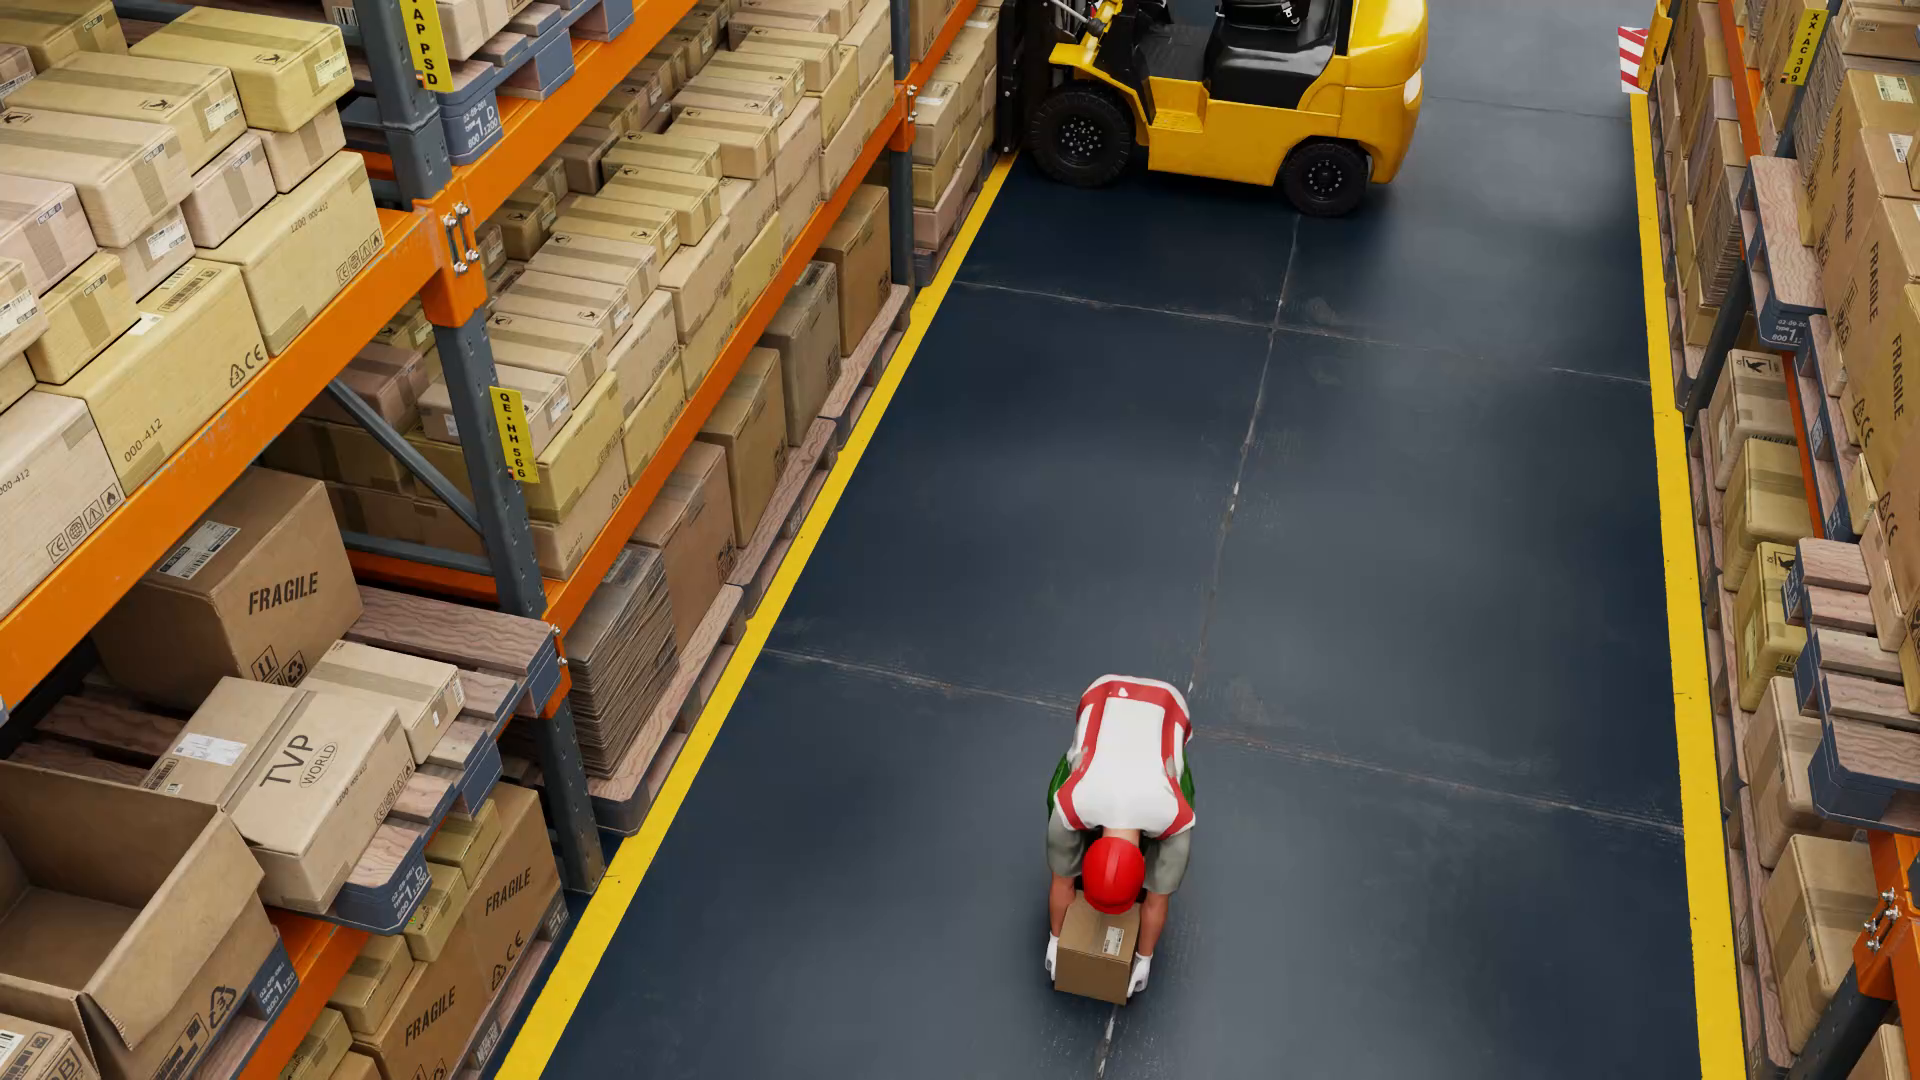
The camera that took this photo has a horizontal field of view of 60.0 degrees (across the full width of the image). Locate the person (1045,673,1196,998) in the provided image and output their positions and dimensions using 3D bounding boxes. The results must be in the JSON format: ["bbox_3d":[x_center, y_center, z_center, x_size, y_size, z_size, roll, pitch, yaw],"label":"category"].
[{"bbox_3d":[0.545,1.003,5.745,0.519,0.831,0.966,9,41,10],"label":"person"}]
